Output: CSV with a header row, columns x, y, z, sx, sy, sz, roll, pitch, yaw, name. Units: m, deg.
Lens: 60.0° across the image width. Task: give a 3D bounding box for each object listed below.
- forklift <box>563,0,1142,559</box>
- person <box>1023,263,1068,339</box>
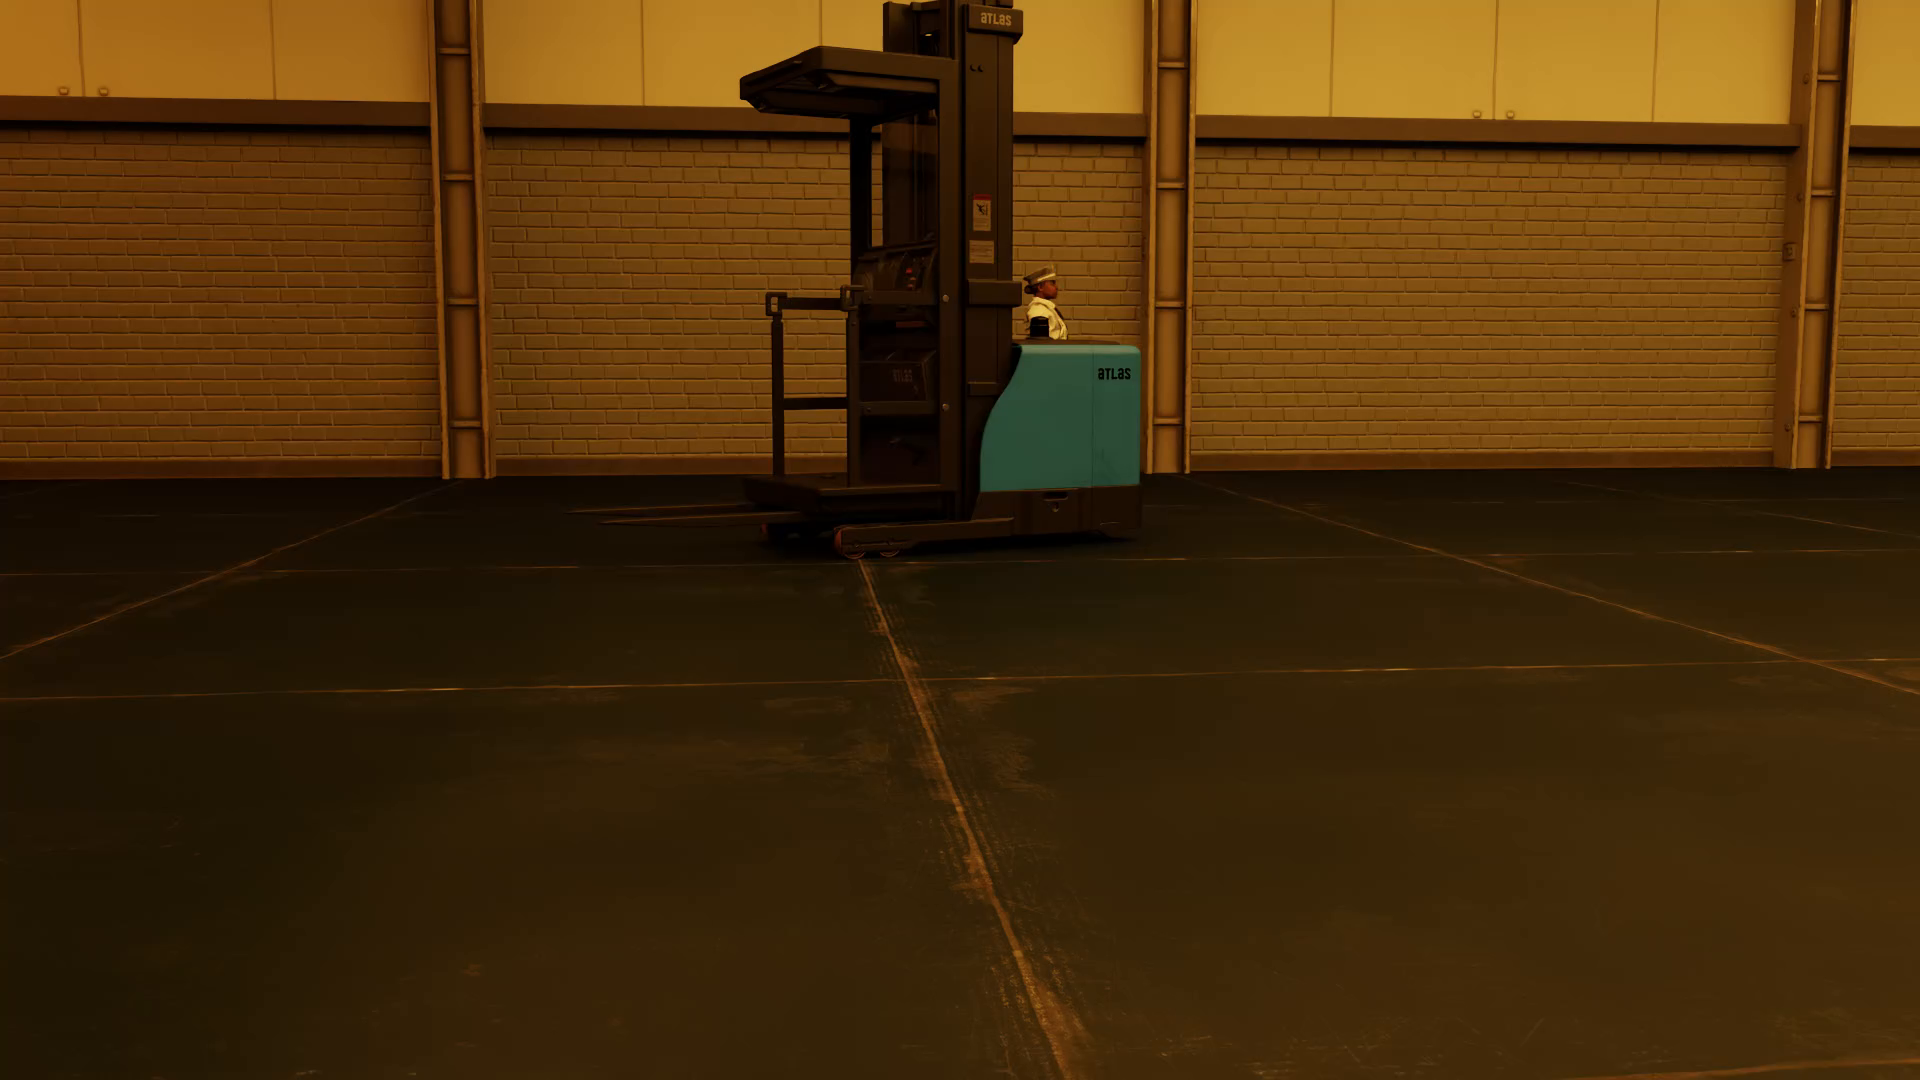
x,y,z,sx,sy,sz,roll,pitch,yaw,name
-0.536,-1.426,8.780,3.031,2.935,1.130,-3,7,-28,forklift
0.632,-1.169,12.167,0.353,1.695,0.445,0,6,2,person
